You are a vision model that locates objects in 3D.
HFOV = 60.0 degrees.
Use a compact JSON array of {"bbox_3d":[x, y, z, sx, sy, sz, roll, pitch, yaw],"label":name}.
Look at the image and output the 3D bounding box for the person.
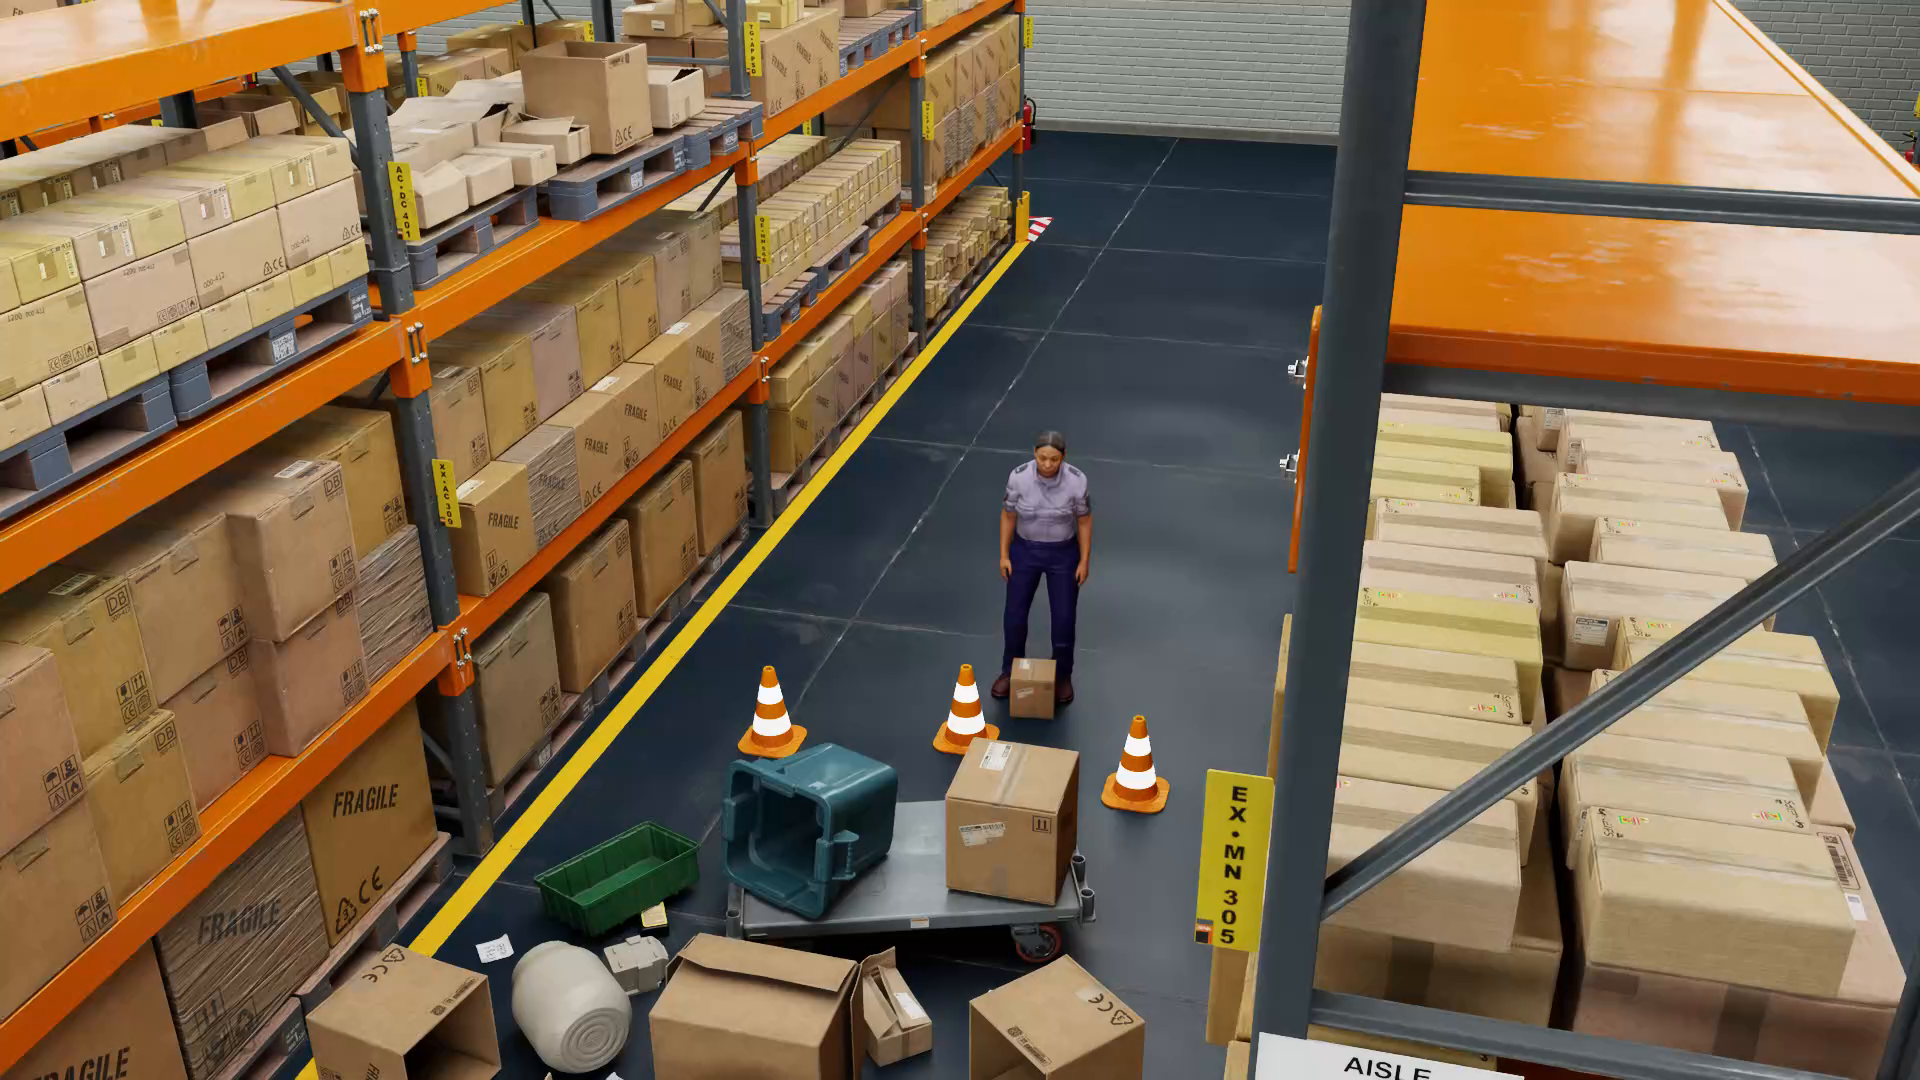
[{"bbox_3d":[0.469,0.121,9.452,0.547,1.650,0.374,4,26,7],"label":"person"}]
